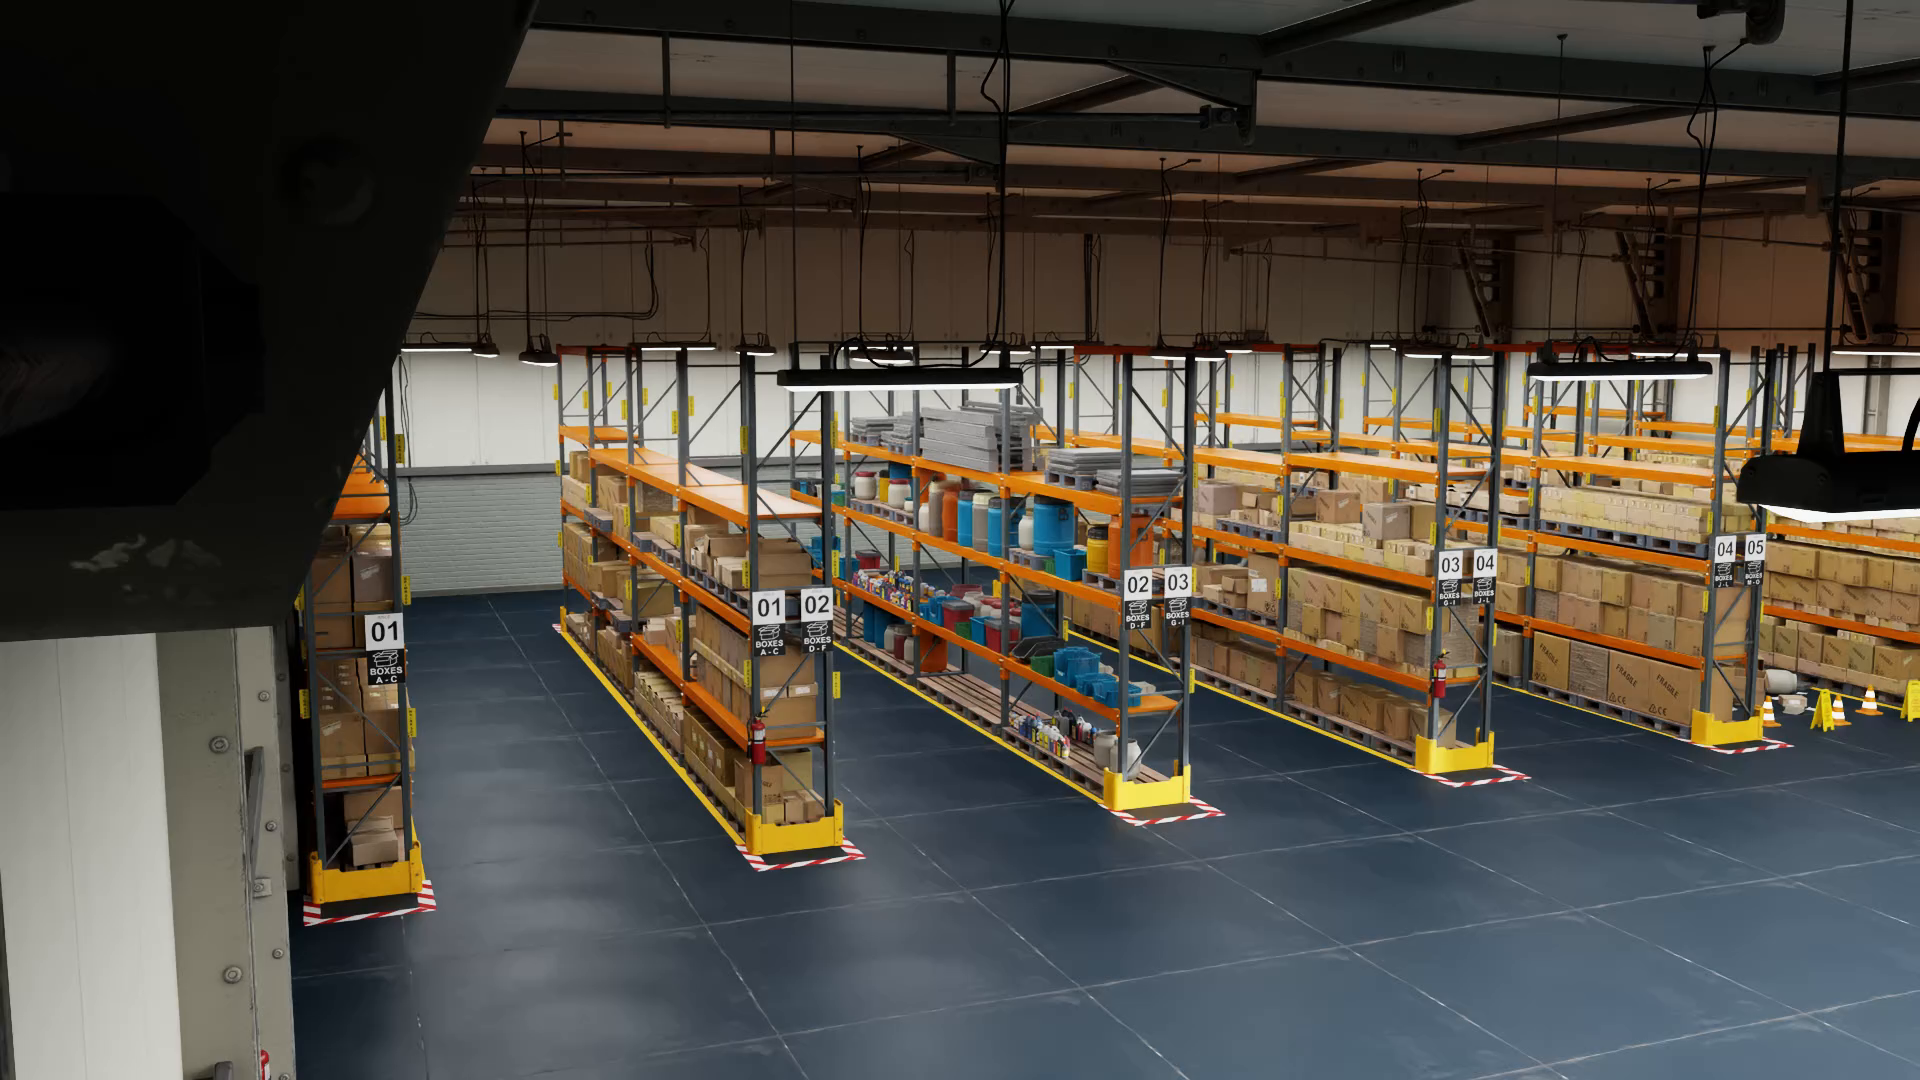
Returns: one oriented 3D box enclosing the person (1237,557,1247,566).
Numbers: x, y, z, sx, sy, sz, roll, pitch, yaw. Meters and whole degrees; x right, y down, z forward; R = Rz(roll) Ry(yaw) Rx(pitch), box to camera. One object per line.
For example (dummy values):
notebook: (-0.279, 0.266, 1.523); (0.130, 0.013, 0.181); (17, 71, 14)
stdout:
person: (7.761, -0.150, 44.507); (0.923, 1.643, 0.461); (-4, 8, -28)

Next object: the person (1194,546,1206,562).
person: (6.053, 0.182, 41.591); (0.688, 1.705, 0.547); (-3, 8, -22)
